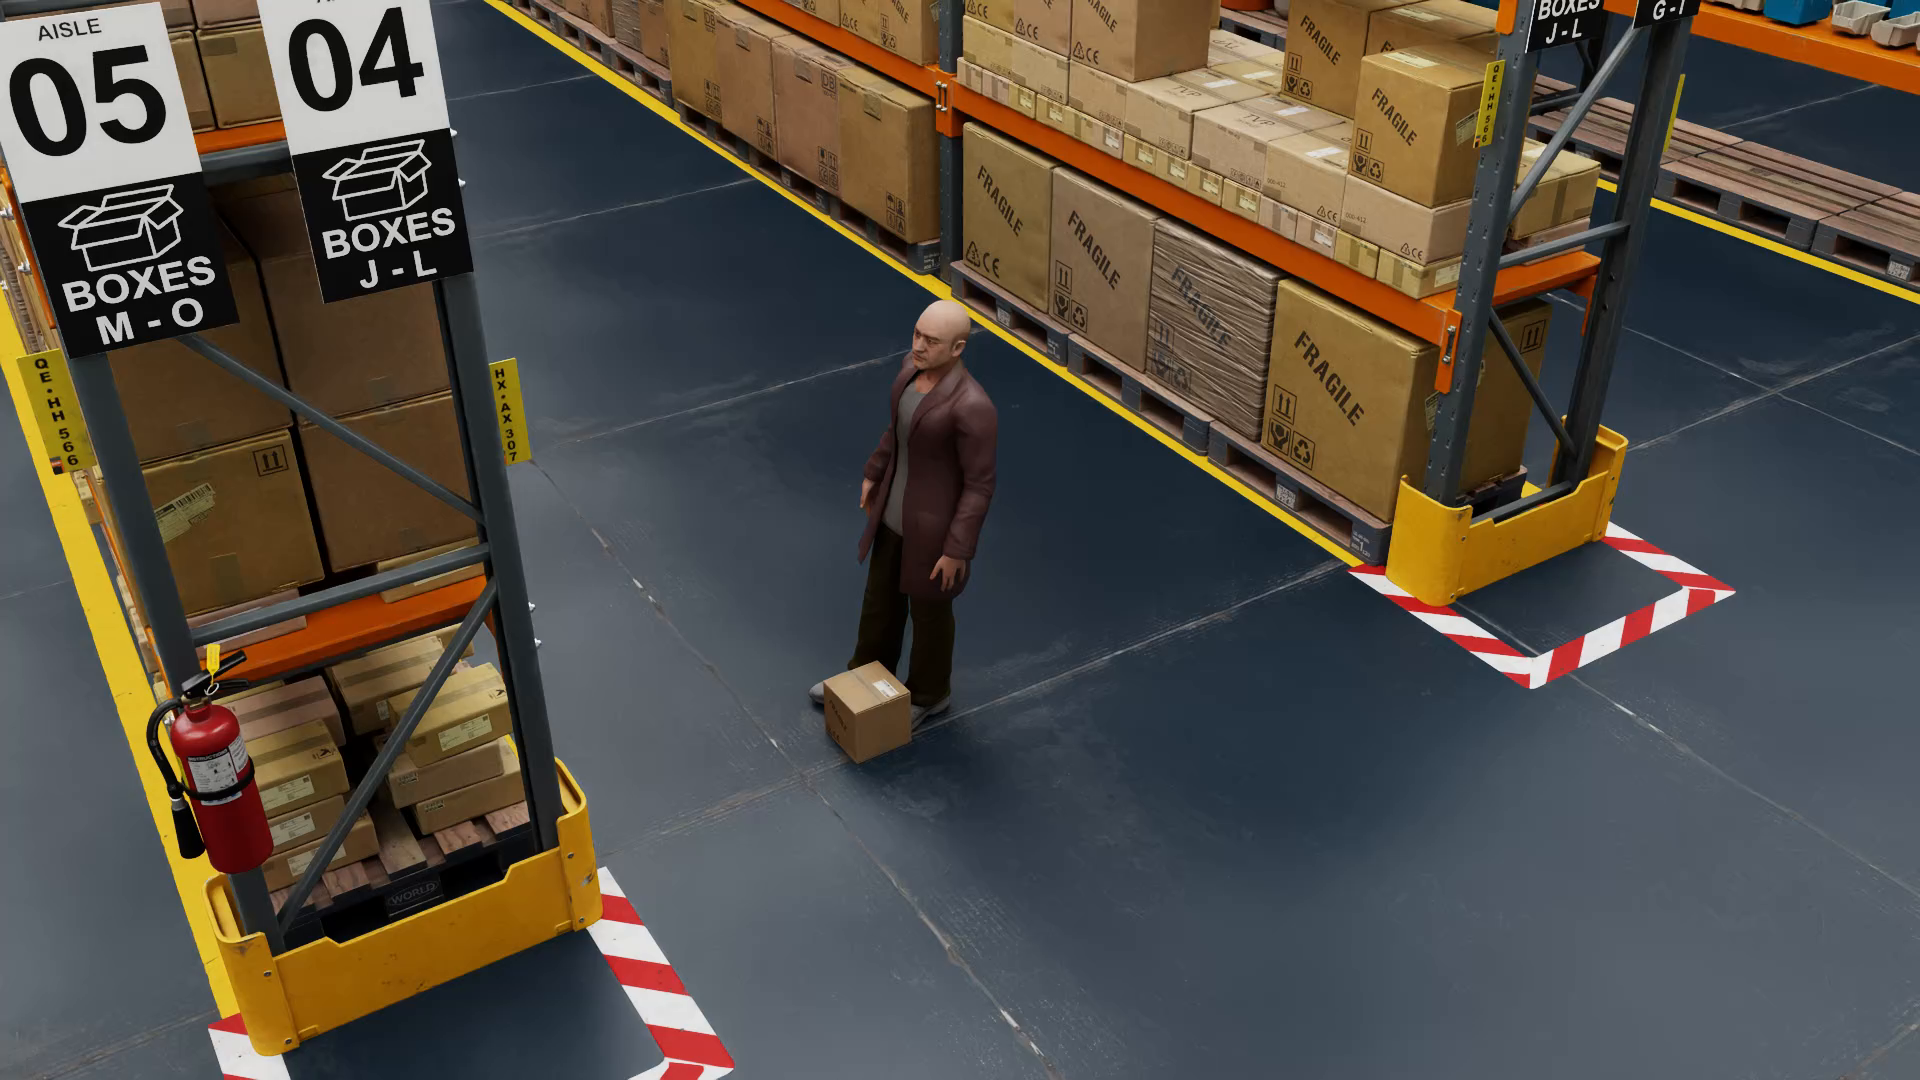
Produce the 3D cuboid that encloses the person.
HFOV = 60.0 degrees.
[{"bbox_3d":[-0.215,0.035,6.260,0.580,1.584,0.698,-19,37,-27],"label":"person"}]
